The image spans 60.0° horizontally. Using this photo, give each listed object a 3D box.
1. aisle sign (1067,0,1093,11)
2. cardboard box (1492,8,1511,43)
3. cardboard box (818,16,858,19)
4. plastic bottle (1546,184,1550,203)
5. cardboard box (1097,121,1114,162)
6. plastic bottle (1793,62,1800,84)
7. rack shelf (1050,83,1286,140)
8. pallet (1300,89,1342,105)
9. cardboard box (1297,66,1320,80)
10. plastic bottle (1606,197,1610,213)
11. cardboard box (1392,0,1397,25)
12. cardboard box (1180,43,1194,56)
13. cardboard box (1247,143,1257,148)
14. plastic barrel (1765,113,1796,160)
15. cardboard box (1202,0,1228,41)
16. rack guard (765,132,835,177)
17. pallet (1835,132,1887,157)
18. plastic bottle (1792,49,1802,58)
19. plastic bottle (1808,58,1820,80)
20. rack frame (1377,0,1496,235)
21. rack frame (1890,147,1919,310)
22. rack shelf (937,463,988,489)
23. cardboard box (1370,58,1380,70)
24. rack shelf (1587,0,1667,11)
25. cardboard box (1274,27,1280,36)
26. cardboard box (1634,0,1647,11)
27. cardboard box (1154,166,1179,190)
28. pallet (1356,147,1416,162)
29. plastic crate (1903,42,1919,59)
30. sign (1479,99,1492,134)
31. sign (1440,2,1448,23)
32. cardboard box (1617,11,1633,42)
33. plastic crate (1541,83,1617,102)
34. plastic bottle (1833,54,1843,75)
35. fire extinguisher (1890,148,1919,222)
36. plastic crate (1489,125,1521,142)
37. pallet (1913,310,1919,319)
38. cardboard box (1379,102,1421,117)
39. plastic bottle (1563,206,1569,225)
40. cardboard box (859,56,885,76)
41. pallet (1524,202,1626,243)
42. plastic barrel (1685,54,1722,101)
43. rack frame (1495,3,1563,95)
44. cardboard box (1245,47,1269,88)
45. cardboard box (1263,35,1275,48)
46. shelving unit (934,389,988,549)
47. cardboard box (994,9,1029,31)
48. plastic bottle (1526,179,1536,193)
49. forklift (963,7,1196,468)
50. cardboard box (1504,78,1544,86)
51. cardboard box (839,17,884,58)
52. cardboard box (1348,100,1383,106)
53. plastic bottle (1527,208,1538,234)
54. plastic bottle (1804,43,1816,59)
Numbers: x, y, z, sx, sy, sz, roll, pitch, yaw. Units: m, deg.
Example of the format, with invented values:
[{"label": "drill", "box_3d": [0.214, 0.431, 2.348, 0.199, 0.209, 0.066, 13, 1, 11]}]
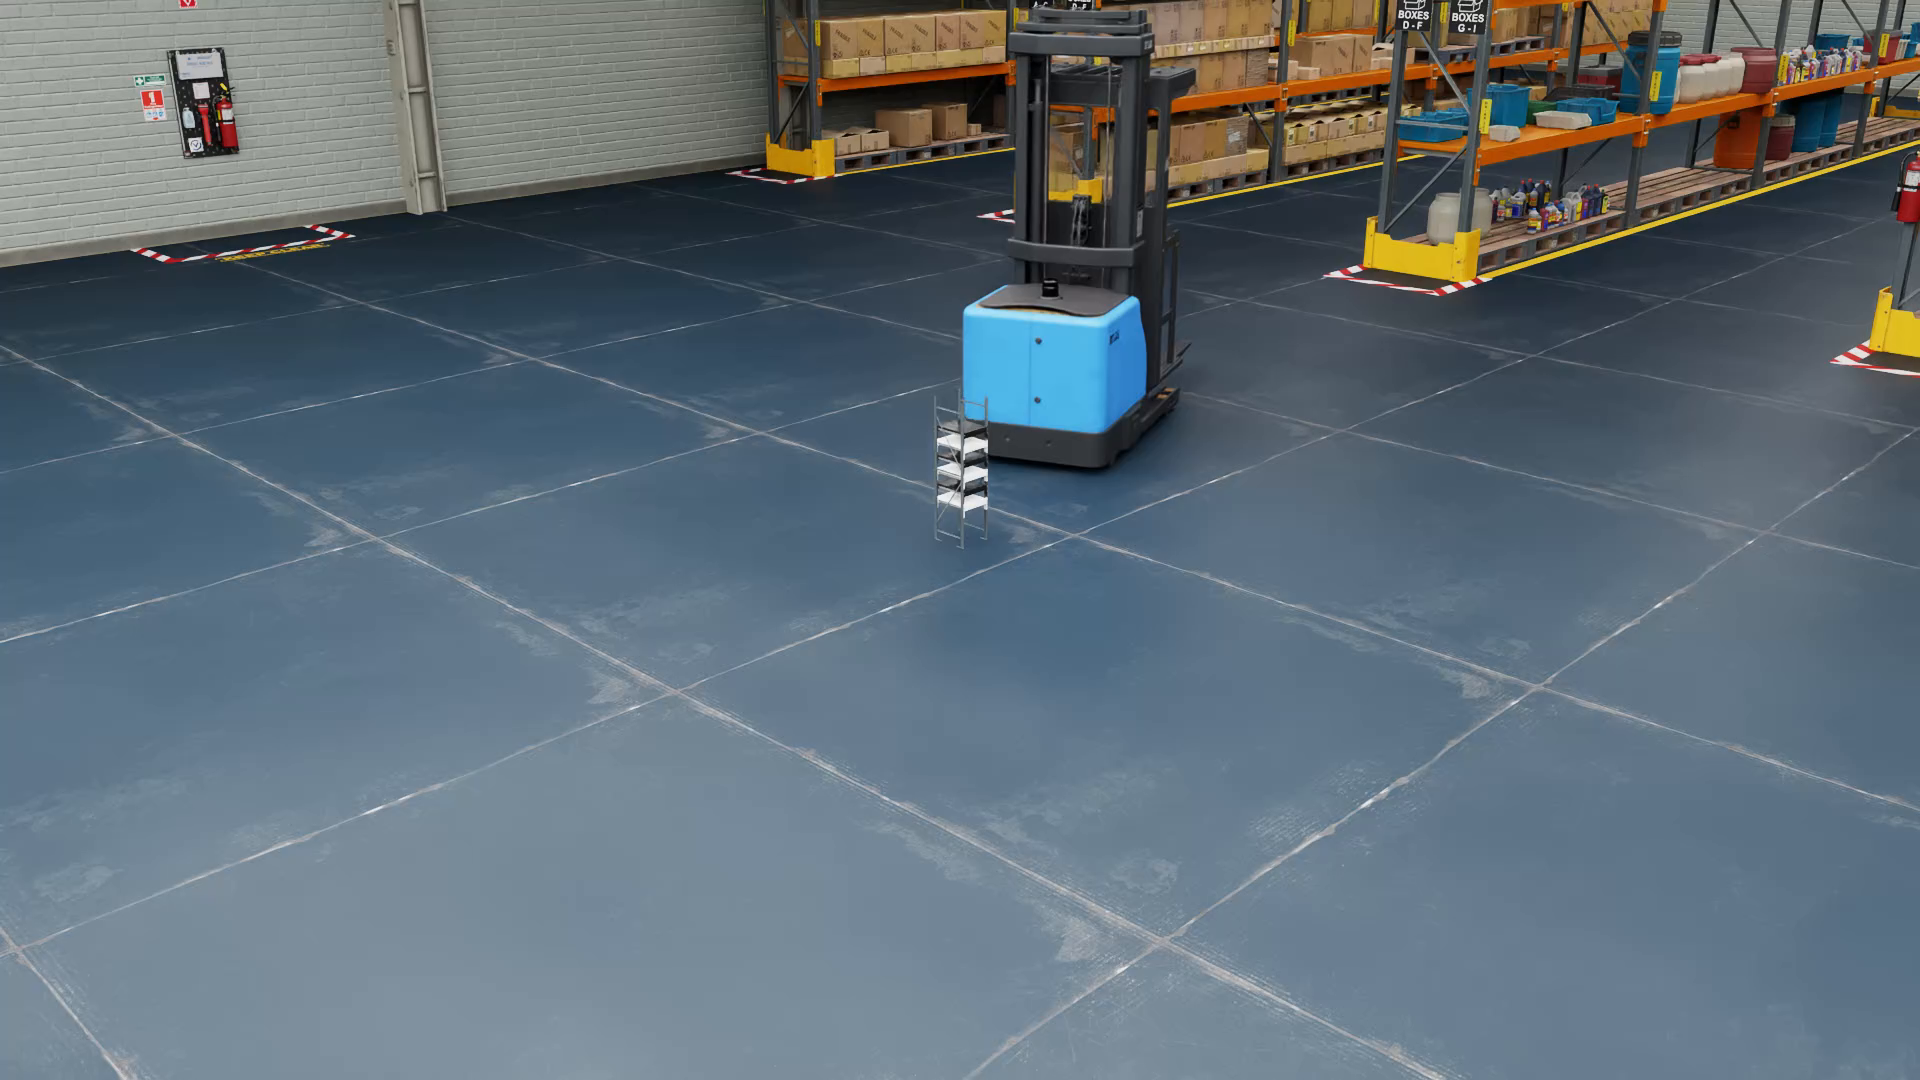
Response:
[{"label": "aisle sign", "box_3d": [1.393, -6.528, 19.254, 0.394, 0.787, 0.004, 19, 28, 41]}, {"label": "cardboard box", "box_3d": [8.402, -8.266, 26.674, 0.700, 0.500, 0.500, 12, 24, 27]}, {"label": "cardboard box", "box_3d": [-1.798, -7.238, 23.860, 0.500, 0.500, 0.500, -20, 29, -41]}, {"label": "plastic bottle", "box_3d": [6.890, -4.044, 19.589, 0.061, 0.283, 0.133, 19, 28, 41]}, {"label": "cardboard box", "box_3d": [2.067, -5.144, 21.478, 0.500, 0.500, 0.500, 19, 28, 41]}, {"label": "plastic bottle", "box_3d": [11.329, -6.342, 22.555, 0.061, 0.283, 0.133, 19, 28, 41]}, {"label": "rack shelf", "box_3d": [2.614, -5.586, 21.431, 1.077, 0.370, 4.000, 19, 28, 41]}, {"label": "pallet", "box_3d": [6.625, -8.606, 32.170, 1.003, 0.211, 1.213, 19, 28, 41]}, {"label": "cardboard box", "box_3d": [4.774, -6.496, 23.144, 0.380, 0.149, 0.250, 19, 28, 41]}, {"label": "plastic bottle", "box_3d": [7.526, -3.924, 19.389, 0.097, 0.201, 0.097, 0, 21, 0]}, {"label": "cardboard box", "box_3d": [8.480, -10.766, 33.486, 0.700, 0.700, 0.980, -19, 28, -40]}, {"label": "cardboard box", "box_3d": [2.720, -6.199, 20.979, 0.380, 0.149, 0.250, 20, 28, 41]}, {"label": "cardboard box", "box_3d": [4.091, -5.528, 23.523, 0.500, 0.250, 0.500, 19, 28, 40]}, {"label": "plastic barrel", "box_3d": [11.463, -5.715, 23.537, 0.600, 0.588, 0.708, 19, 28, 41]}, {"label": "cardboard box", "box_3d": [3.003, -6.714, 21.414, 0.700, 0.500, 0.500, 19, 28, 41]}, {"label": "rack guard", "box_3d": [-2.280, -5.500, 23.686, 1.175, 0.500, 0.348, 19, 28, 41]}, {"label": "pallet", "box_3d": [13.622, -6.149, 25.779, 1.003, 0.211, 1.213, 19, 28, 41]}, {"label": "plastic bottle", "box_3d": [12.286, -7.076, 24.478, 0.152, 0.276, 0.135, 19, 28, 41]}, {"label": "plastic bottle", "box_3d": [11.847, -6.553, 23.115, 0.152, 0.276, 0.135, 19, 28, 41]}, {"label": "rack frame", "box_3d": [4.765, -4.167, 16.736, 1.000, 3.000, 0.127, 19, 28, 41]}, {"label": "rack frame", "box_3d": [8.314, -2.928, 13.511, 1.000, 3.000, 0.127, 19, 28, 41]}, {"label": "rack shelf", "box_3d": [0.006, -0.391, 9.931, 0.258, 0.077, 0.200, 19, 28, 41]}, {"label": "cardboard box", "box_3d": [5.951, -7.005, 24.470, 0.250, 0.149, 0.380, -18, 27, -38]}, {"label": "rack shelf", "box_3d": [8.951, -6.774, 20.340, 1.077, 0.370, 4.000, 19, 28, 41]}, {"label": "cardboard box", "box_3d": [5.633, -9.340, 30.516, 0.250, 0.149, 0.380, -19, 28, -40]}, {"label": "cardboard box", "box_3d": [11.915, -9.721, 29.652, 0.500, 0.500, 0.500, -19, 28, -41]}, {"label": "cardboard box", "box_3d": [2.448, -4.661, 21.267, 0.500, 0.250, 0.500, 19, 28, 41]}, {"label": "pallet", "box_3d": [6.198, -5.961, 25.289, 1.003, 0.211, 1.213, 19, 28, 41]}, {"label": "plastic crate", "box_3d": [14.678, -7.638, 25.915, 0.416, 0.233, 0.300, 19, 28, 41]}, {"label": "sign", "box_3d": [5.157, -4.158, 16.325, 0.100, 0.325, 0.005, 19, 28, 41]}, {"label": "sign", "box_3d": [7.200, -7.867, 24.747, 0.100, 0.325, 0.005, 19, 28, 41]}, {"label": "cardboard box", "box_3d": [11.552, -9.123, 29.490, 0.500, 0.500, 0.500, 20, 28, 41]}, {"label": "plastic crate", "box_3d": [7.100, -5.064, 19.155, 0.767, 0.338, 0.504, 19, 28, 41]}, {"label": "plastic bottle", "box_3d": [12.487, -6.788, 23.728, 0.152, 0.276, 0.135, 19, 28, 41]}, {"label": "fire extinguisher", "box_3d": [7.904, -2.978, 13.748, 0.296, 0.674, 0.183, 19, 28, 41]}, {"label": "plastic crate", "box_3d": [5.620, -4.194, 17.172, 0.298, 0.136, 0.250, 19, 28, 41]}, {"label": "pallet", "box_3d": [8.959, -1.846, 14.582, 1.003, 0.211, 1.213, 19, 28, 41]}, {"label": "cardboard box", "box_3d": [6.611, -6.443, 25.121, 0.500, 0.311, 0.500, -19, 28, -41]}, {"label": "plastic bottle", "box_3d": [6.775, -3.647, 18.669, 0.097, 0.201, 0.097, 0, 21, 0]}, {"label": "cardboard box", "box_3d": [-1.413, -6.769, 23.687, 0.500, 0.250, 0.500, 18, 28, 39]}, {"label": "pallet", "box_3d": [7.057, -3.732, 19.489, 1.003, 0.211, 1.213, 19, 28, 41]}, {"label": "plastic barrel", "box_3d": [9.194, -5.750, 20.664, 0.433, 0.535, 0.433, 0, 21, 0]}, {"label": "rack frame", "box_3d": [9.590, -8.493, 27.989, 1.000, 3.000, 0.127, 19, 28, 41]}, {"label": "cardboard box", "box_3d": [3.704, -6.367, 22.320, 0.700, 0.500, 0.500, 18, 28, 39]}, {"label": "cardboard box", "box_3d": [3.973, -6.662, 22.183, 0.380, 0.149, 0.250, 19, 28, 41]}, {"label": "shelving unit", "box_3d": [0.006, -0.422, 9.919, 0.258, 0.900, 0.210, 19, 28, 41]}, {"label": "cardboard box", "box_3d": [0.837, -8.049, 26.084, 0.700, 0.500, 0.500, 19, 28, 41]}, {"label": "plastic bottle", "box_3d": [6.695, -4.061, 19.538, 0.185, 0.351, 0.144, -19, 28, -41]}, {"label": "forklift", "box_3d": [1.029, -2.346, 12.093, 1.130, 2.935, 3.031, 8, 23, 20]}, {"label": "cardboard box", "box_3d": [9.785, -7.749, 28.925, 0.500, 0.500, 0.500, 19, 28, 41]}, {"label": "cardboard box", "box_3d": [-1.432, -7.108, 23.524, 0.500, 0.500, 0.500, 19, 28, 41]}, {"label": "cardboard box", "box_3d": [6.224, -6.578, 25.473, 0.500, 0.311, 0.500, -19, 28, -40]}, {"label": "plastic bottle", "box_3d": [6.254, -3.487, 18.156, 0.097, 0.271, 0.097, 0, 21, 0]}, {"label": "plastic bottle", "box_3d": [12.631, -7.209, 24.719, 0.144, 0.351, 0.185, 19, 28, 41]}]
